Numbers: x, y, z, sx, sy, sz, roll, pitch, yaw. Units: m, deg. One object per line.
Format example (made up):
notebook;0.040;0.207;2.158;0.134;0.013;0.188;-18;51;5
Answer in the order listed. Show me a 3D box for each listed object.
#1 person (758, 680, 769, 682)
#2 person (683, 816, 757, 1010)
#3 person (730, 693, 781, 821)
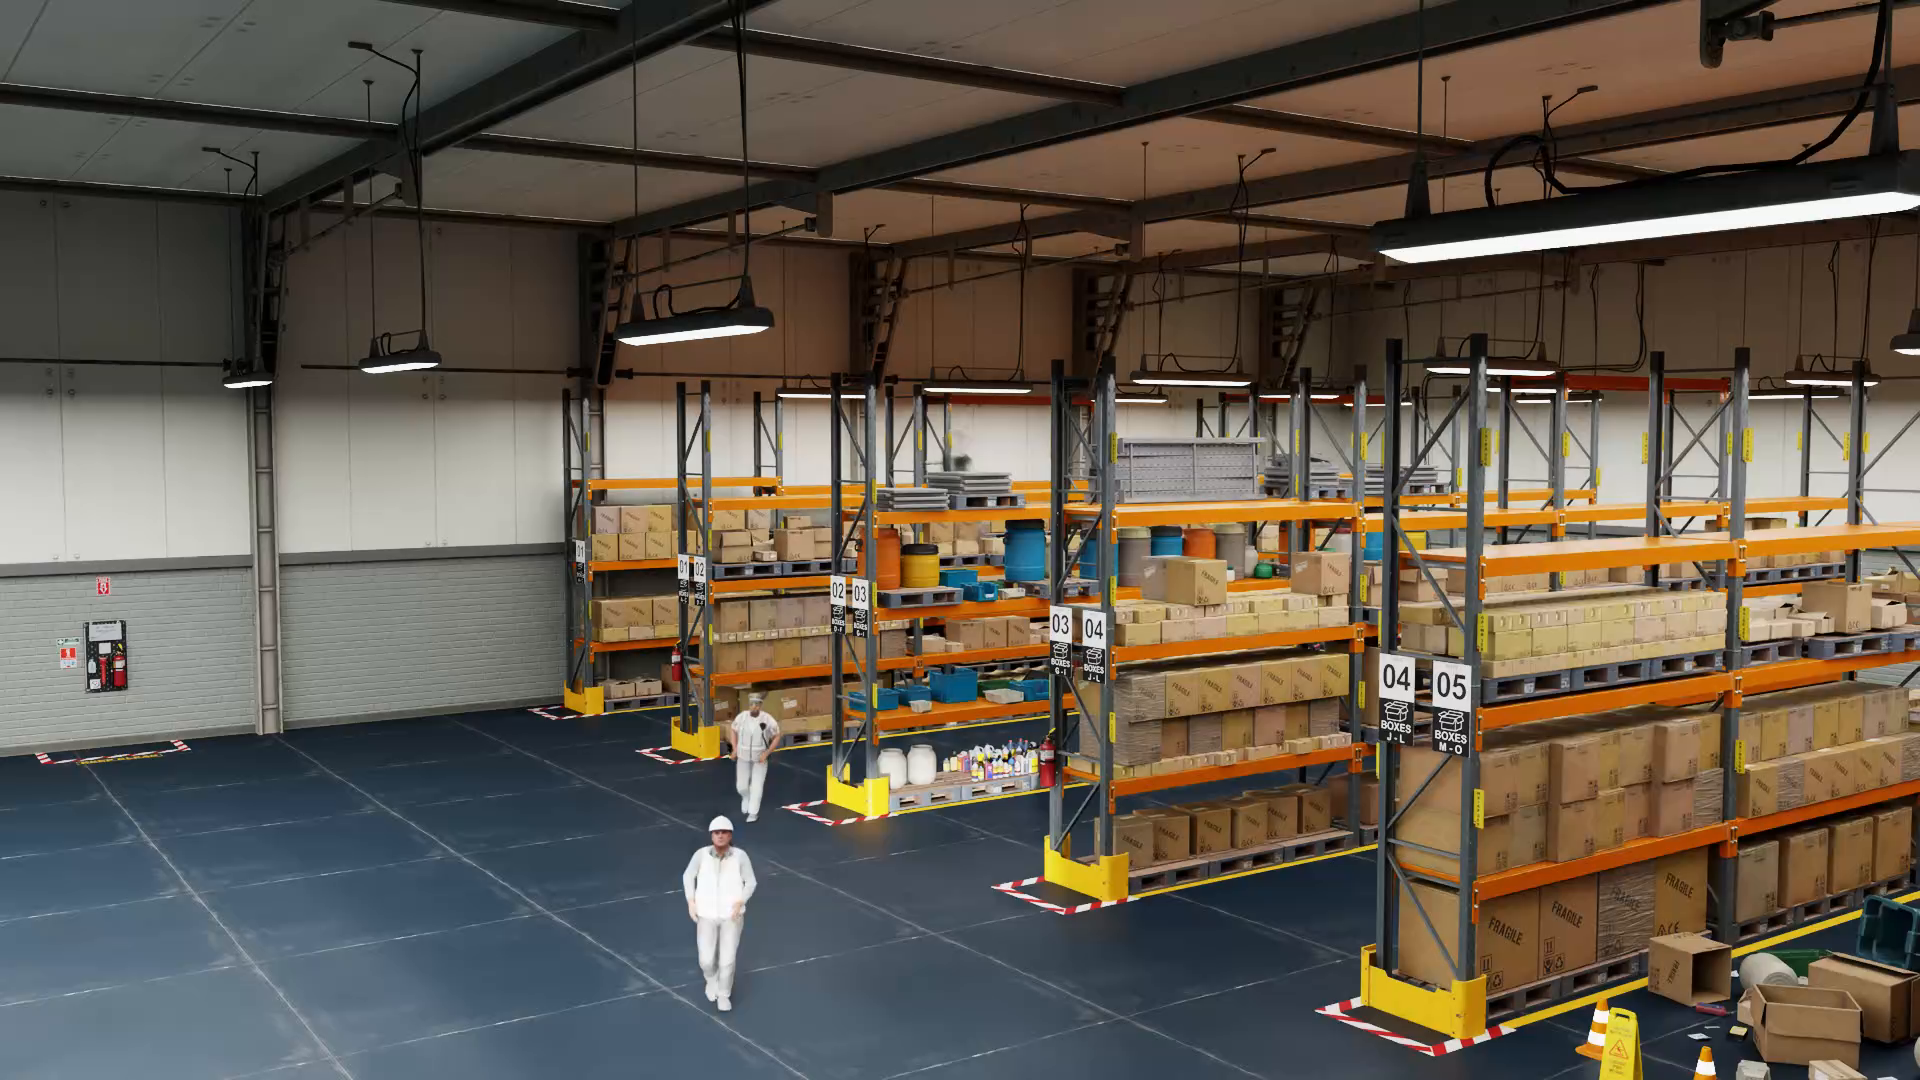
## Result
person;-3.510;2.396;29.556;0.850;1.719;0.570;-3;5;-40
person;-2.158;3.340;14.905;0.666;1.735;0.515;0;4;-3
person;-2.733;2.880;22.197;0.690;1.728;0.555;0;4;3
